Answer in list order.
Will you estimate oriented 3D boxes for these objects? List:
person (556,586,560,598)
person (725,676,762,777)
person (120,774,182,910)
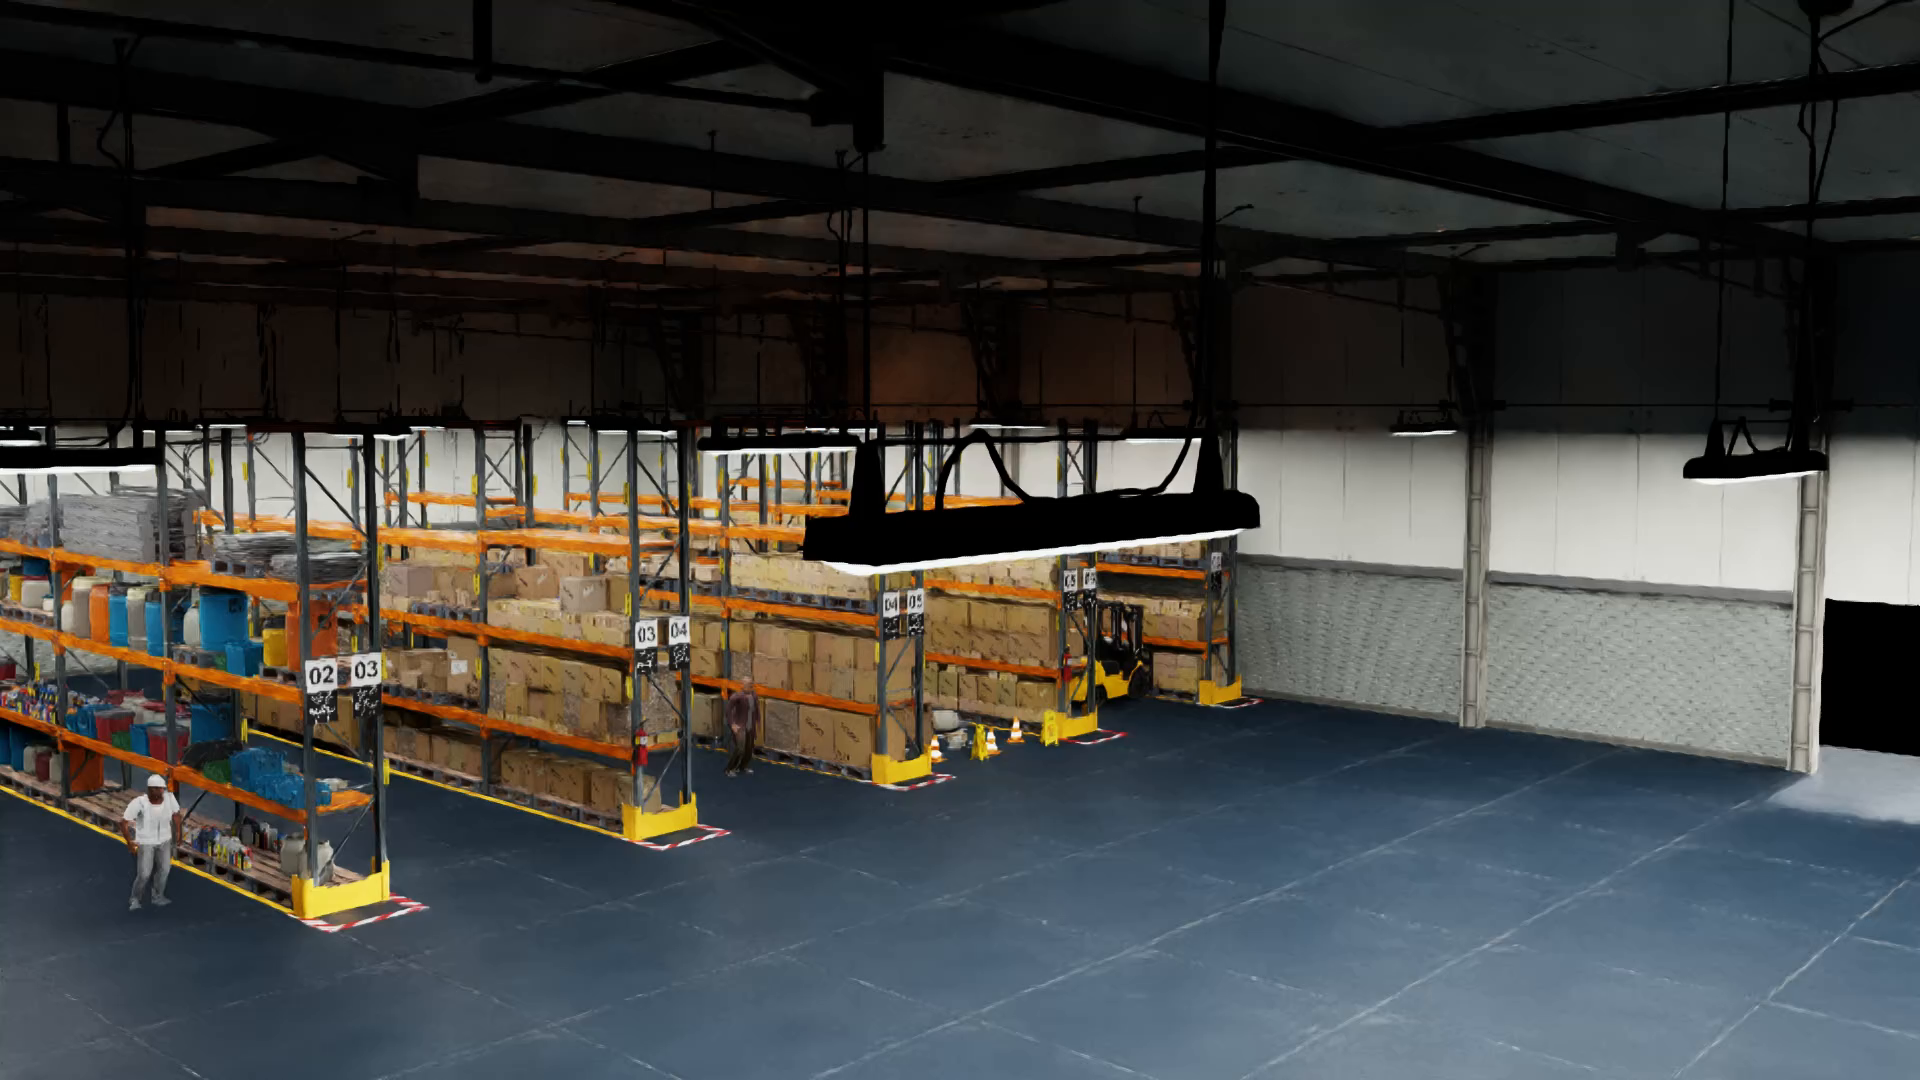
[{"bbox_3d":[-10.364,1.966,43.353,0.557,1.634,0.346,1,5,13],"label":"person"},{"bbox_3d":[-3.703,3.212,28.306,0.546,1.626,0.729,4,6,40],"label":"person"},{"bbox_3d":[-10.129,3.777,20.873,0.578,1.714,0.719,4,6,40],"label":"person"}]
